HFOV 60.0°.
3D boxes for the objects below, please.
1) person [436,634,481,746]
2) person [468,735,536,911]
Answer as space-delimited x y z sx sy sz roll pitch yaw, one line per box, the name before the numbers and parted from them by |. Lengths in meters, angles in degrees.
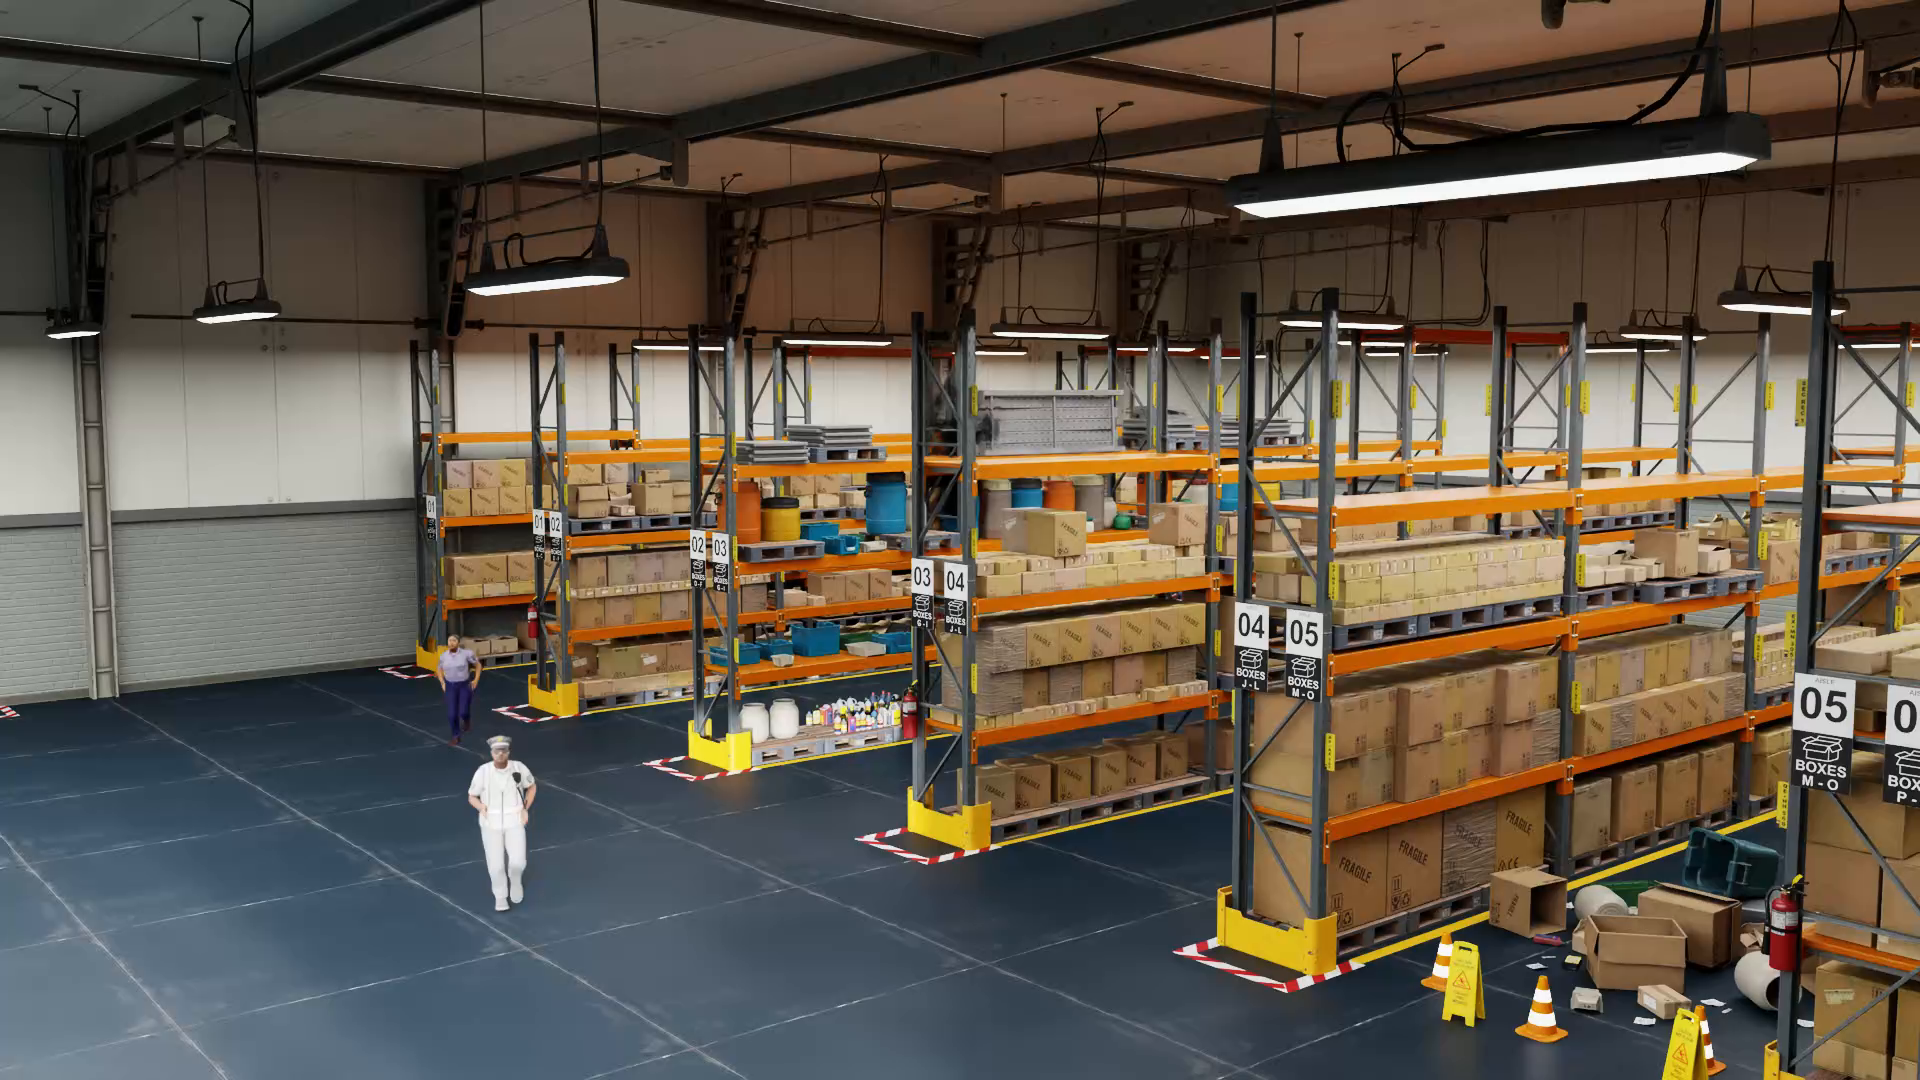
person | -7.260 2.150 24.087 0.621 1.617 0.619 -1 5 -6
person | -4.485 2.781 16.344 0.653 1.736 0.606 -2 6 -17
